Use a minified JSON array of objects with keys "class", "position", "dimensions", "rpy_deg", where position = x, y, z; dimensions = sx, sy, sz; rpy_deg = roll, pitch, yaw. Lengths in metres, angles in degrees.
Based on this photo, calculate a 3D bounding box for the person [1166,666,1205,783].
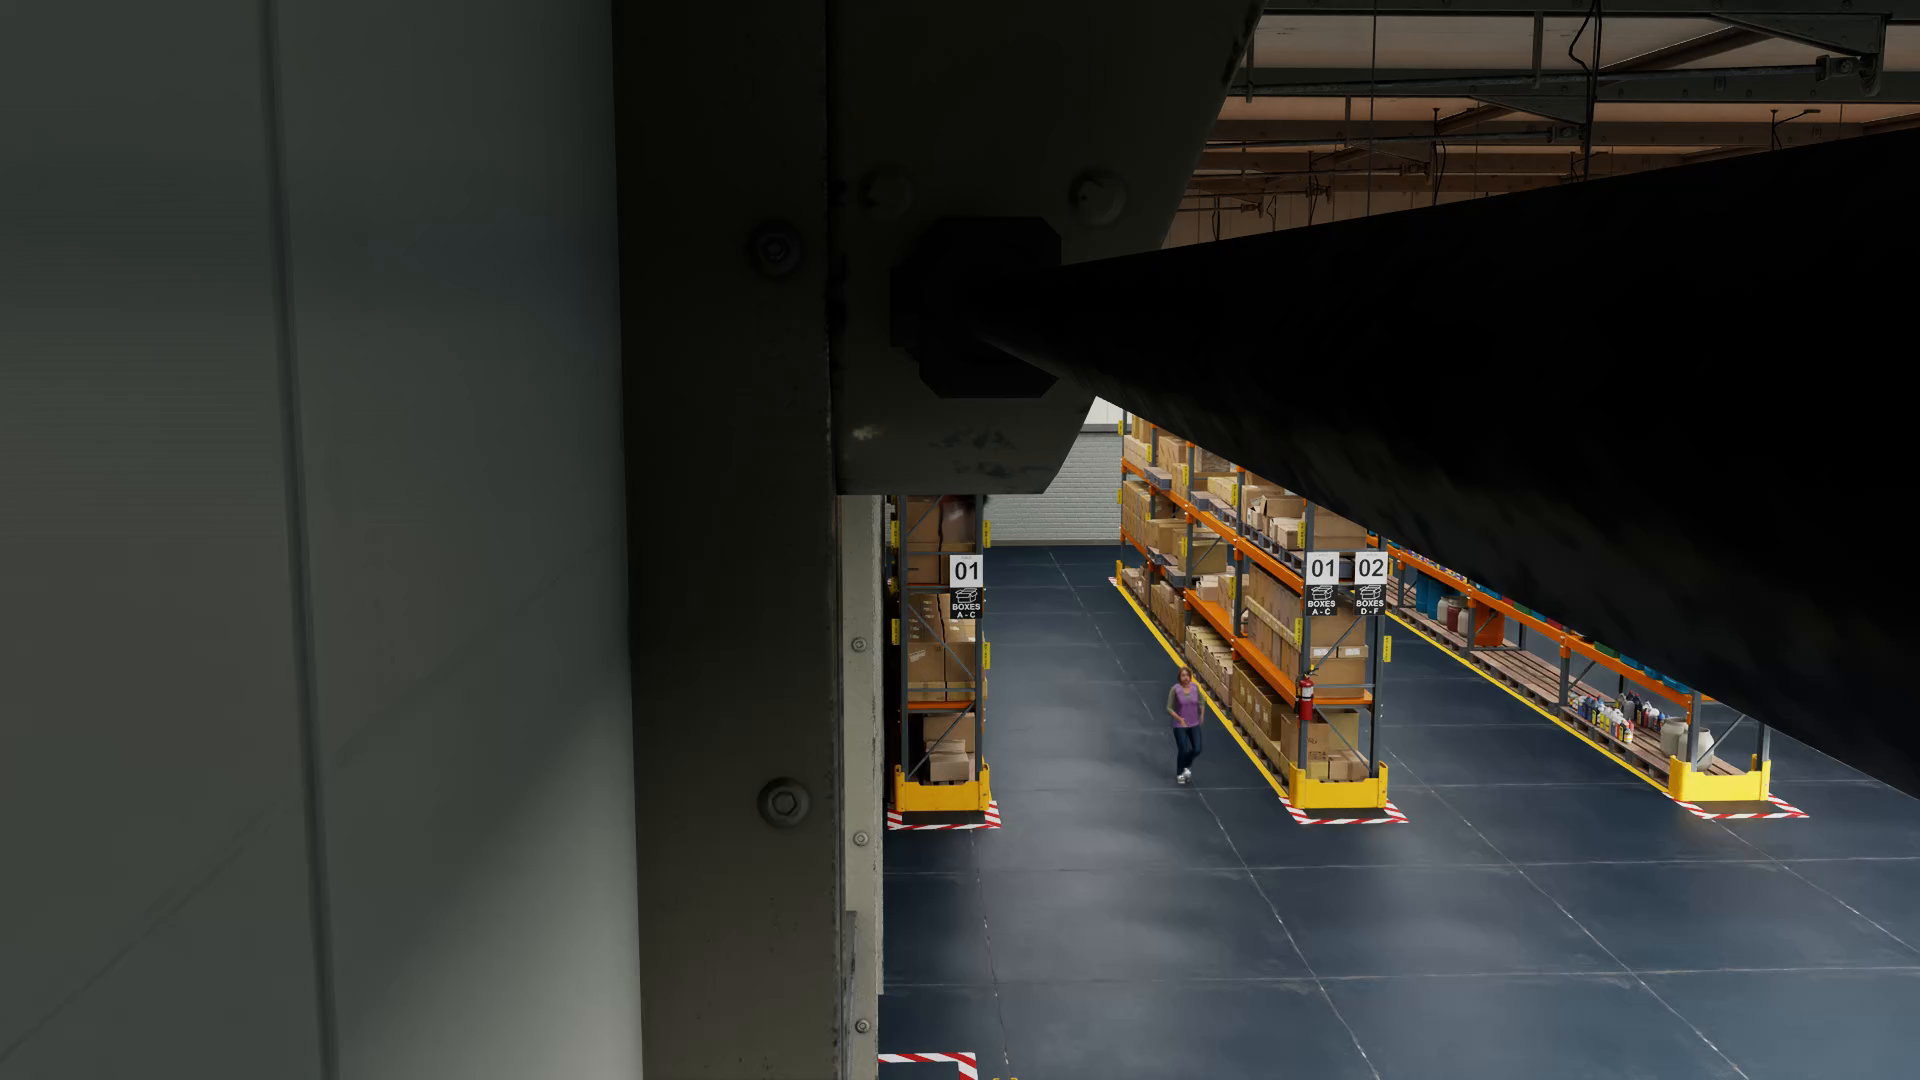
[{"class":"person","position":[2.935,2.407,21.488],"dimensions":[0.553,1.558,0.540],"rpy_deg":[-1,8,-8]}]
